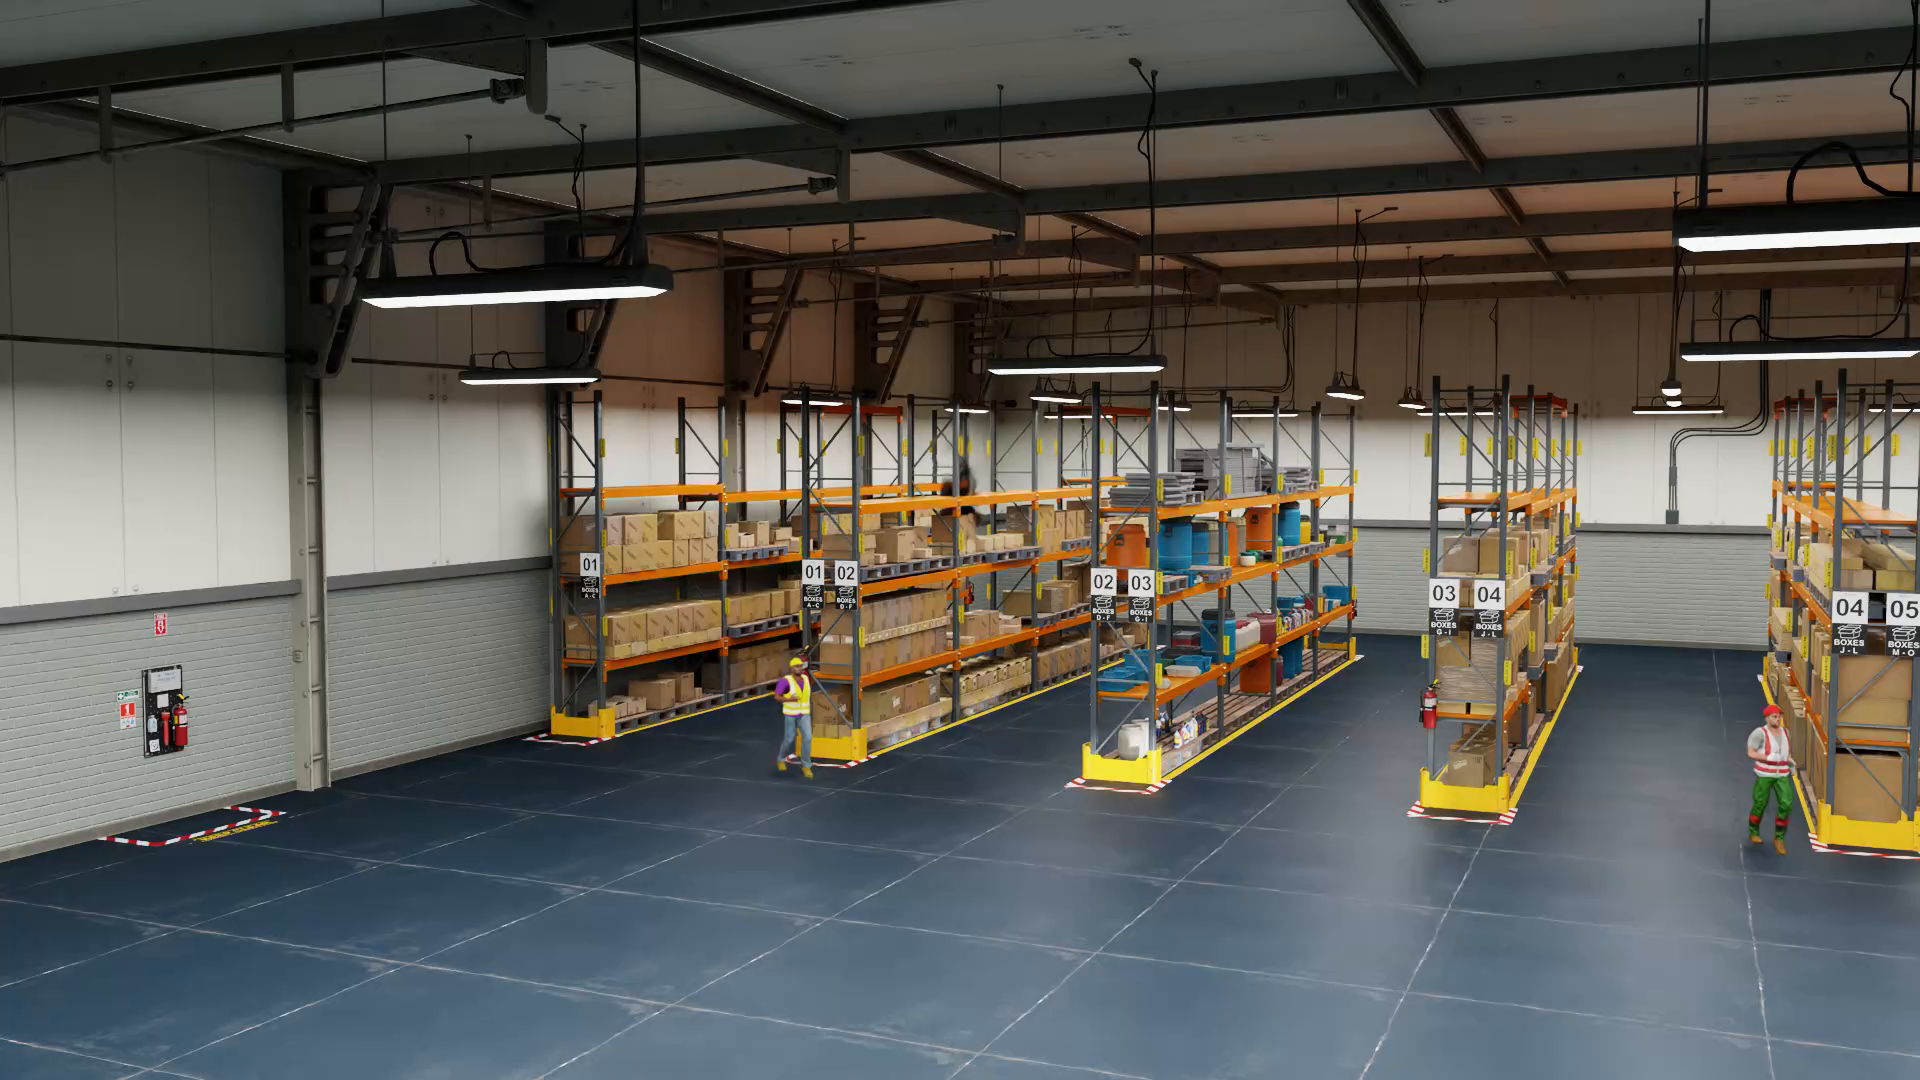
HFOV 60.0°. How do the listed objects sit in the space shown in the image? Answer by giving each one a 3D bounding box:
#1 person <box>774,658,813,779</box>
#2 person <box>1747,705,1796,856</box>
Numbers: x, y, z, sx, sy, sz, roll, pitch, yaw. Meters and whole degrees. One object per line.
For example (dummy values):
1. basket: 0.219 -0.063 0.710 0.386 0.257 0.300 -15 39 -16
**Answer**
1. person: -2.519 2.707 25.451 0.698 1.817 0.794 -2 4 -31
2. person: 10.088 2.963 20.662 0.655 1.838 0.730 0 3 0
